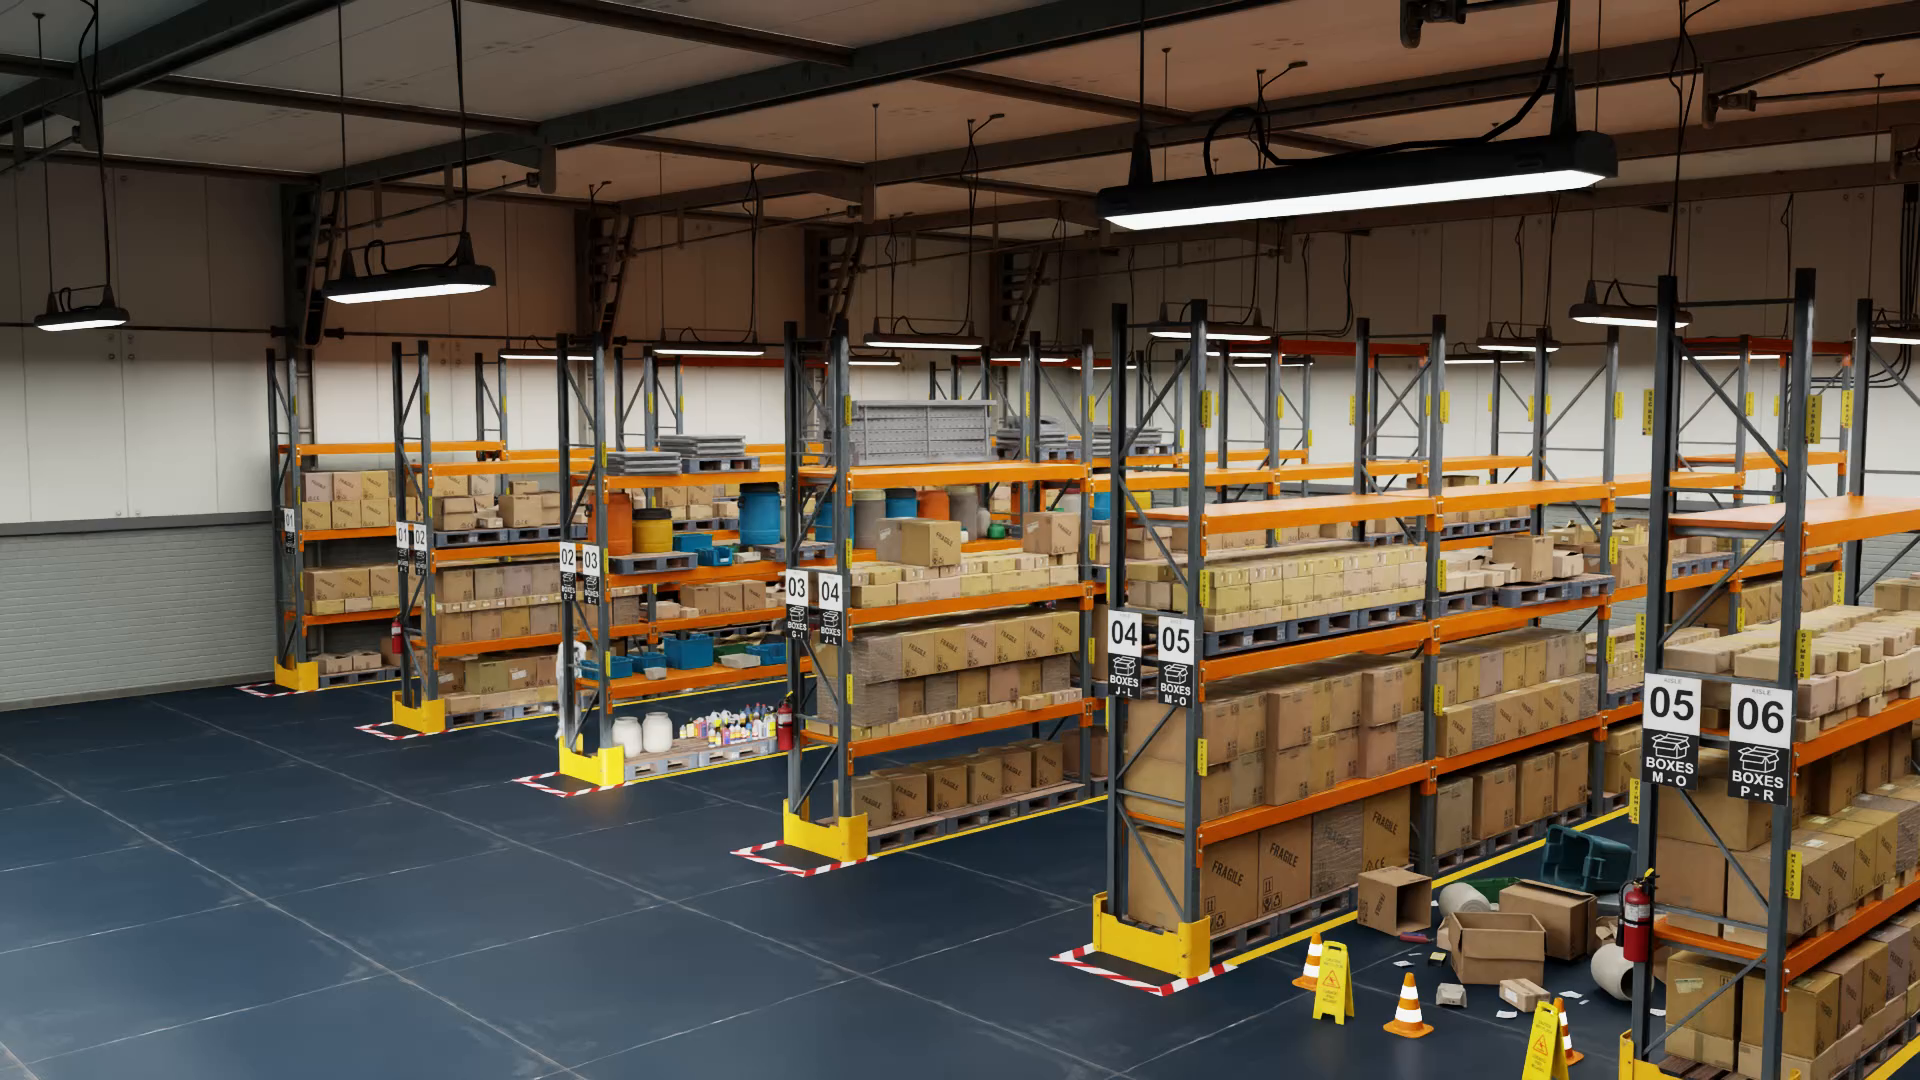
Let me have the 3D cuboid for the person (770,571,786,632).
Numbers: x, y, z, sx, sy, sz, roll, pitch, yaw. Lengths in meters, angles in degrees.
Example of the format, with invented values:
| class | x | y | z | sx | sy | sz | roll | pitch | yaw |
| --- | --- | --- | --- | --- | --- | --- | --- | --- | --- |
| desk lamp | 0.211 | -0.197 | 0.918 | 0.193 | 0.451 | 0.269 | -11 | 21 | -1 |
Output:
| class | x | y | z | sx | sy | sz | roll | pitch | yaw |
| --- | --- | --- | --- | --- | --- | --- | --- | --- | --- |
| person | -3.524 | 1.435 | 33.074 | 0.681 | 1.711 | 1.081 | 5 | 7 | 43 |

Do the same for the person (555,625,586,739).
| class | x | y | z | sx | sy | sz | roll | pitch | yaw |
| --- | --- | --- | --- | --- | --- | --- | --- | --- | --- |
| person | -5.942 | 2.167 | 25.339 | 0.509 | 1.719 | 0.569 | 0 | 5 | 1 |
